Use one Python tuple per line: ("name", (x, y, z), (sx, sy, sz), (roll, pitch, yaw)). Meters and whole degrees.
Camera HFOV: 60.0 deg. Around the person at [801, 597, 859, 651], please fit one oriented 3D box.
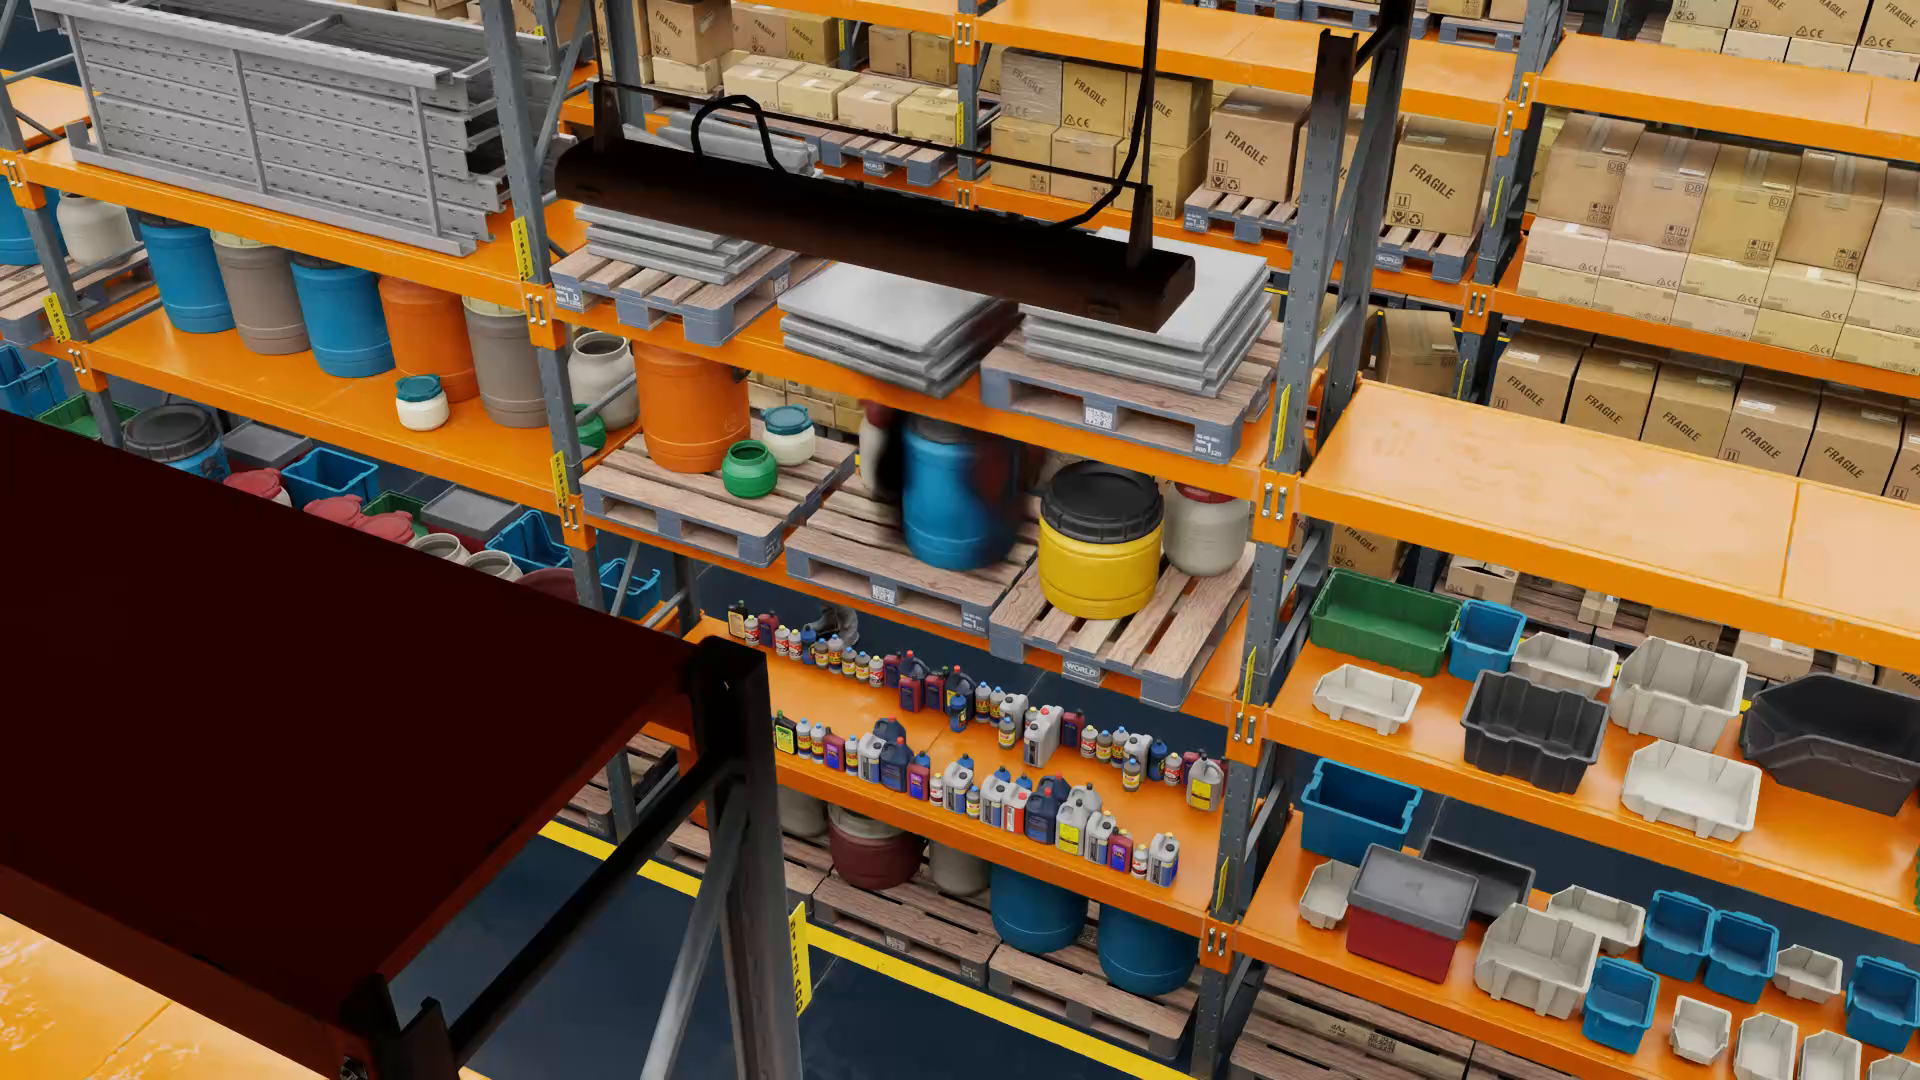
("person", (-0.999, 0.043, 12.264), (0.400, 1.776, 0.653), (-30, 45, -35))
